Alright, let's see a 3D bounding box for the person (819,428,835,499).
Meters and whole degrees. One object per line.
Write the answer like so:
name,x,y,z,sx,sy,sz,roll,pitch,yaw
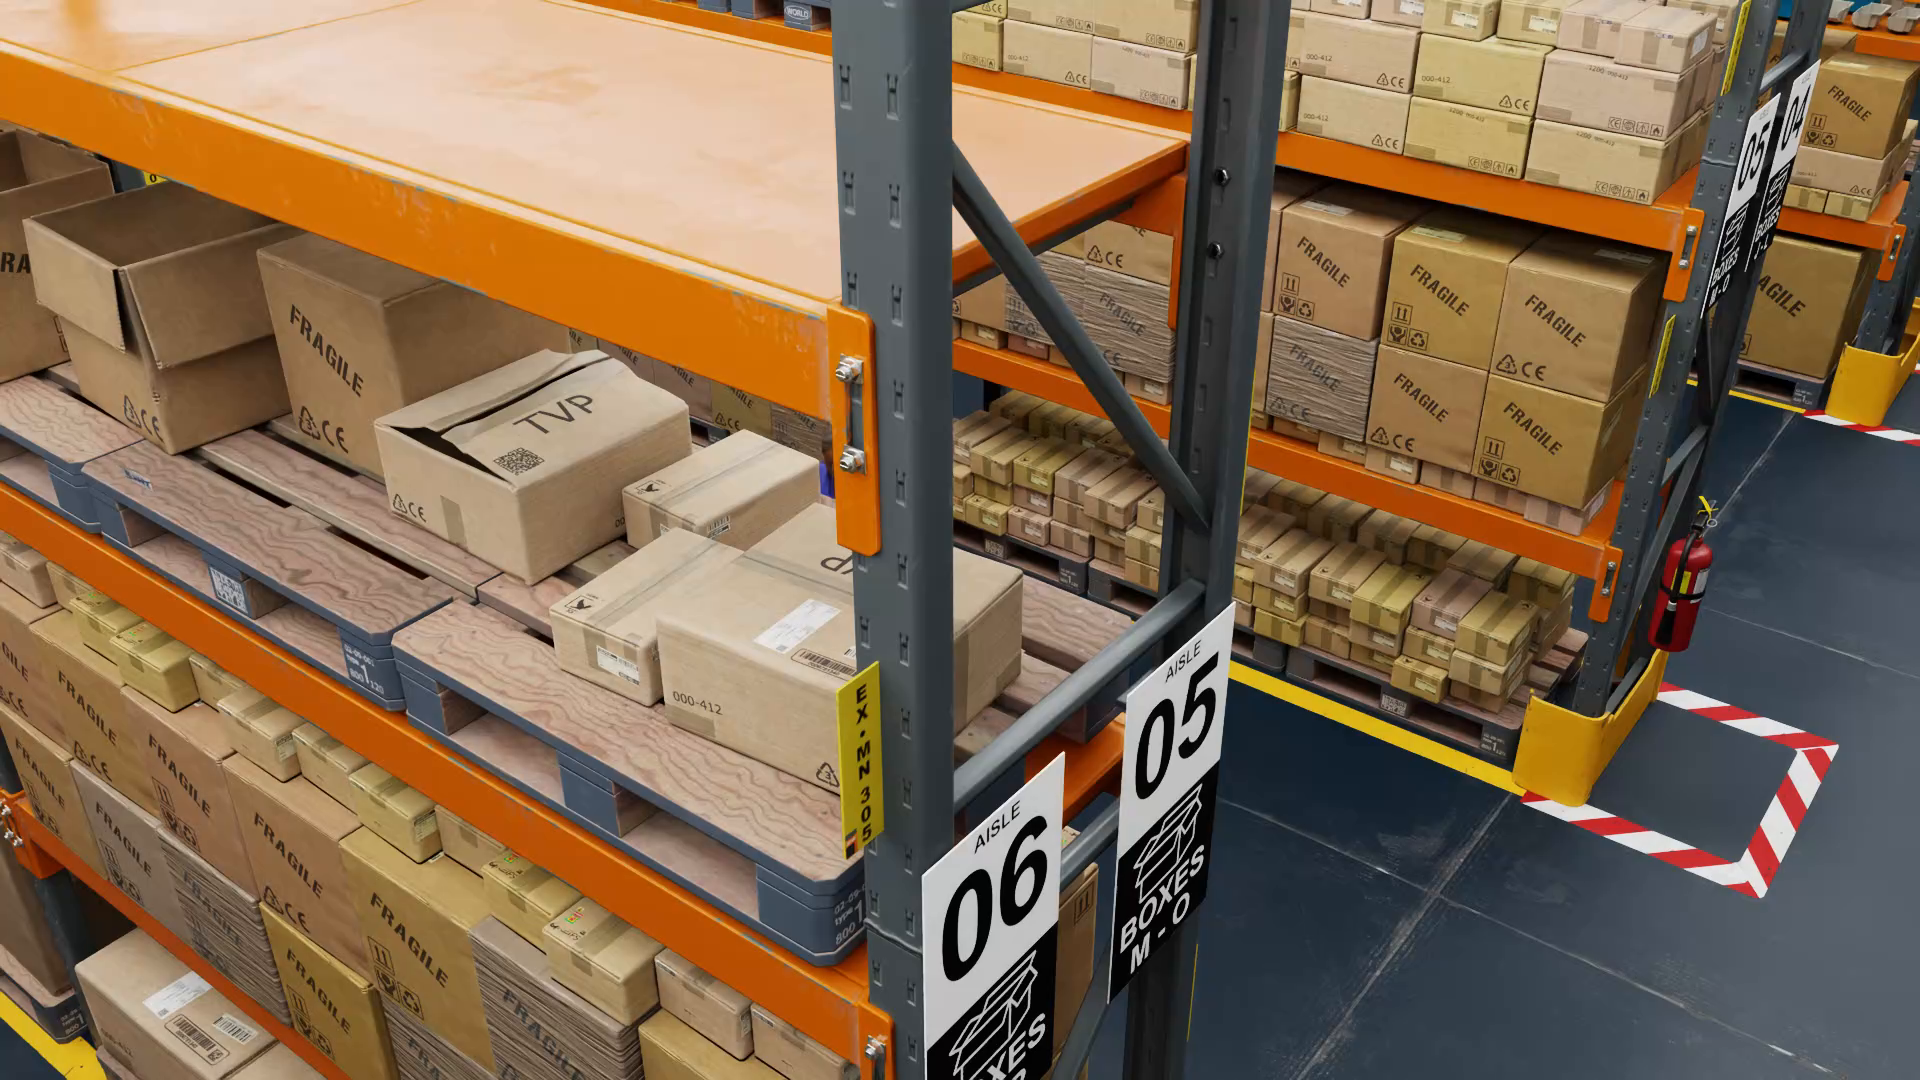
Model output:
person,-0.544,0.134,7.868,0.903,1.615,0.615,-24,39,-34
